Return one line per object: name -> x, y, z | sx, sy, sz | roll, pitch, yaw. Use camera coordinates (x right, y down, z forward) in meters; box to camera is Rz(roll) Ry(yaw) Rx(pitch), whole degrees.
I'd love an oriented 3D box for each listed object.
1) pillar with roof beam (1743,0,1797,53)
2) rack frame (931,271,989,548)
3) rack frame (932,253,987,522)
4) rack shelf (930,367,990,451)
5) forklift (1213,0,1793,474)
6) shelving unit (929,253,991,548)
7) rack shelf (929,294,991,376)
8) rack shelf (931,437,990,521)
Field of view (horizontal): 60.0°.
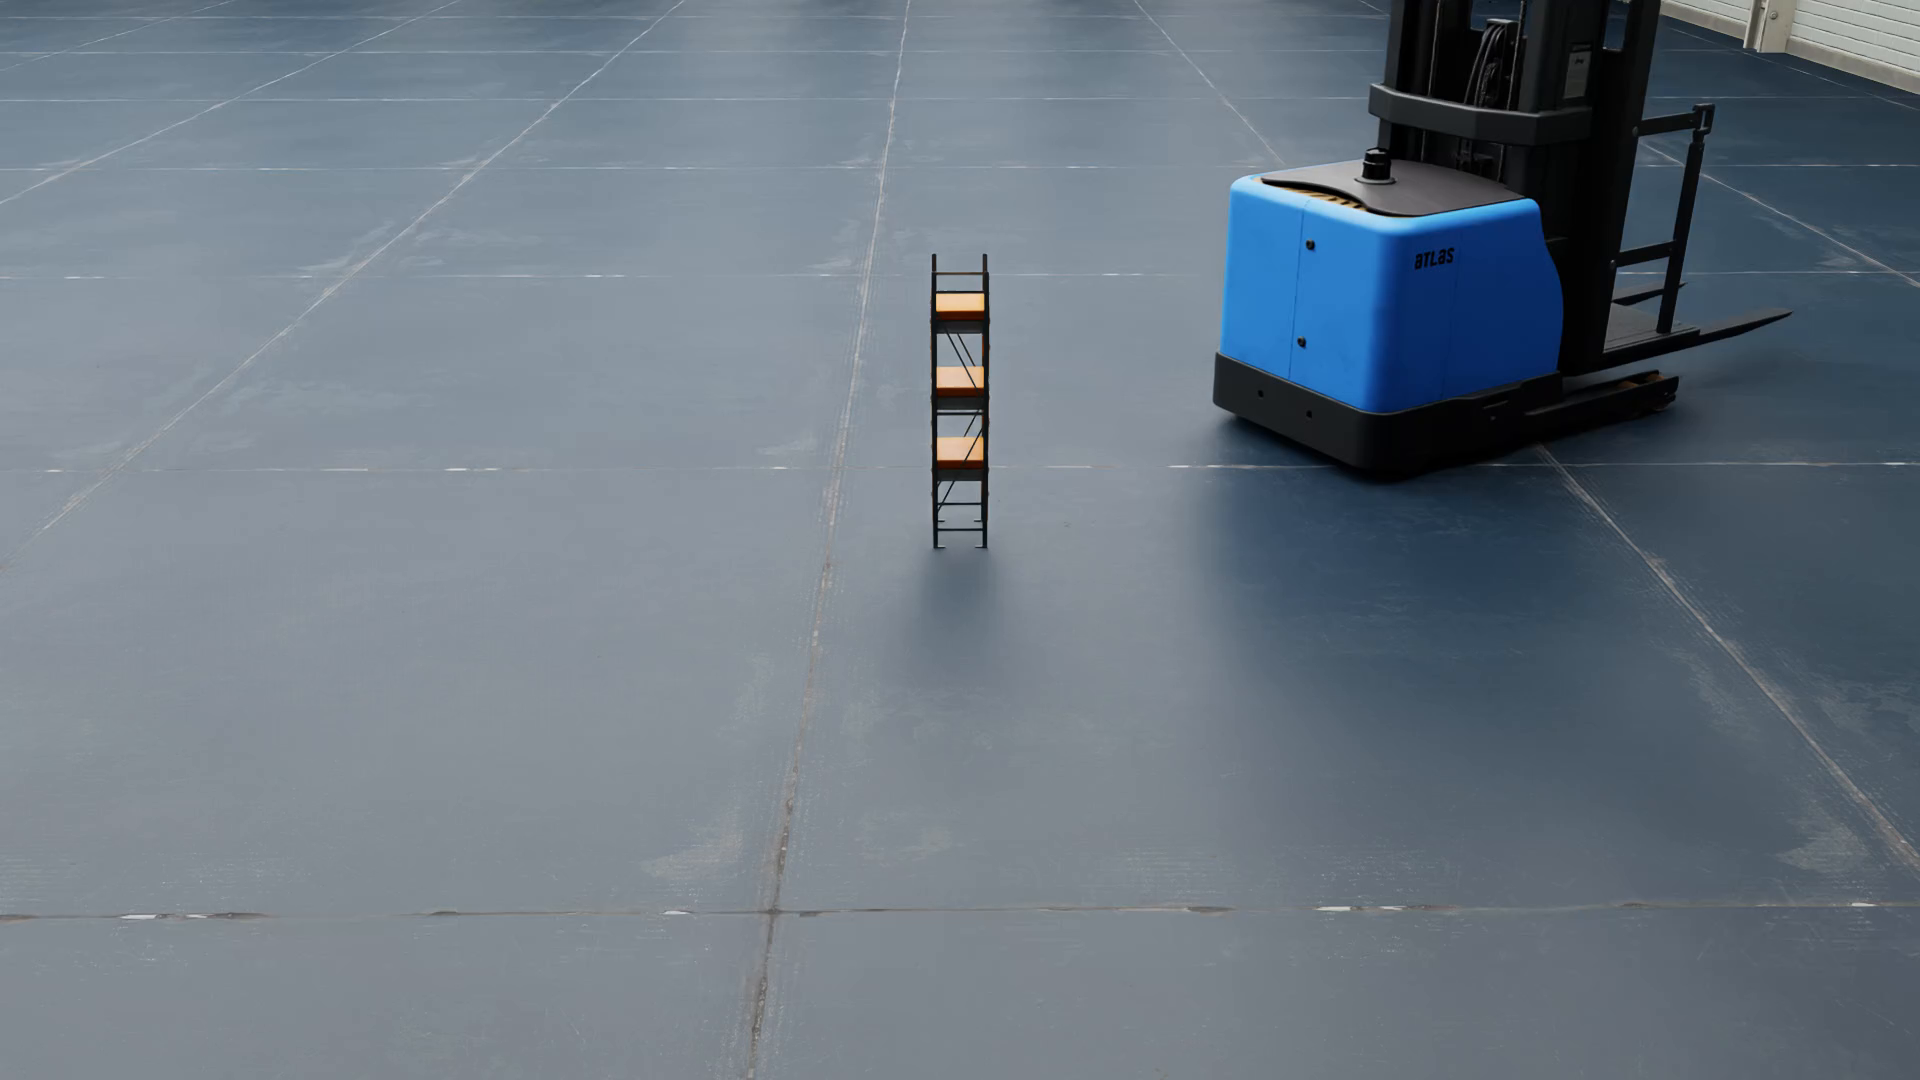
pillar with roof beam -> 4.380, -9.368, 16.044 | 9.100, 9.000, 0.400 | 0, 24, -1
rack frame -> 0.001, -0.450, 5.971 | 0.200, 1.050, 0.008 | 0, 24, -1
rack frame -> -0.002, -0.551, 6.194 | 0.200, 1.050, 0.008 | 0, 24, -1
rack shelf -> -0.001, -0.491, 6.087 | 0.215, 0.259, 0.240 | 0, 24, -1
forklift -> 2.652, -2.047, 7.218 | 3.031, 2.935, 1.130 | -14, 28, -29
shelving unit -> -0.001, -0.500, 6.082 | 0.215, 1.050, 0.252 | 0, 24, -1
rack shelf -> -0.001, -0.749, 5.970 | 0.215, 0.259, 0.240 | 0, 24, -1
rack shelf -> -0.001, -0.238, 6.201 | 0.215, 0.259, 0.240 | 0, 24, -1
